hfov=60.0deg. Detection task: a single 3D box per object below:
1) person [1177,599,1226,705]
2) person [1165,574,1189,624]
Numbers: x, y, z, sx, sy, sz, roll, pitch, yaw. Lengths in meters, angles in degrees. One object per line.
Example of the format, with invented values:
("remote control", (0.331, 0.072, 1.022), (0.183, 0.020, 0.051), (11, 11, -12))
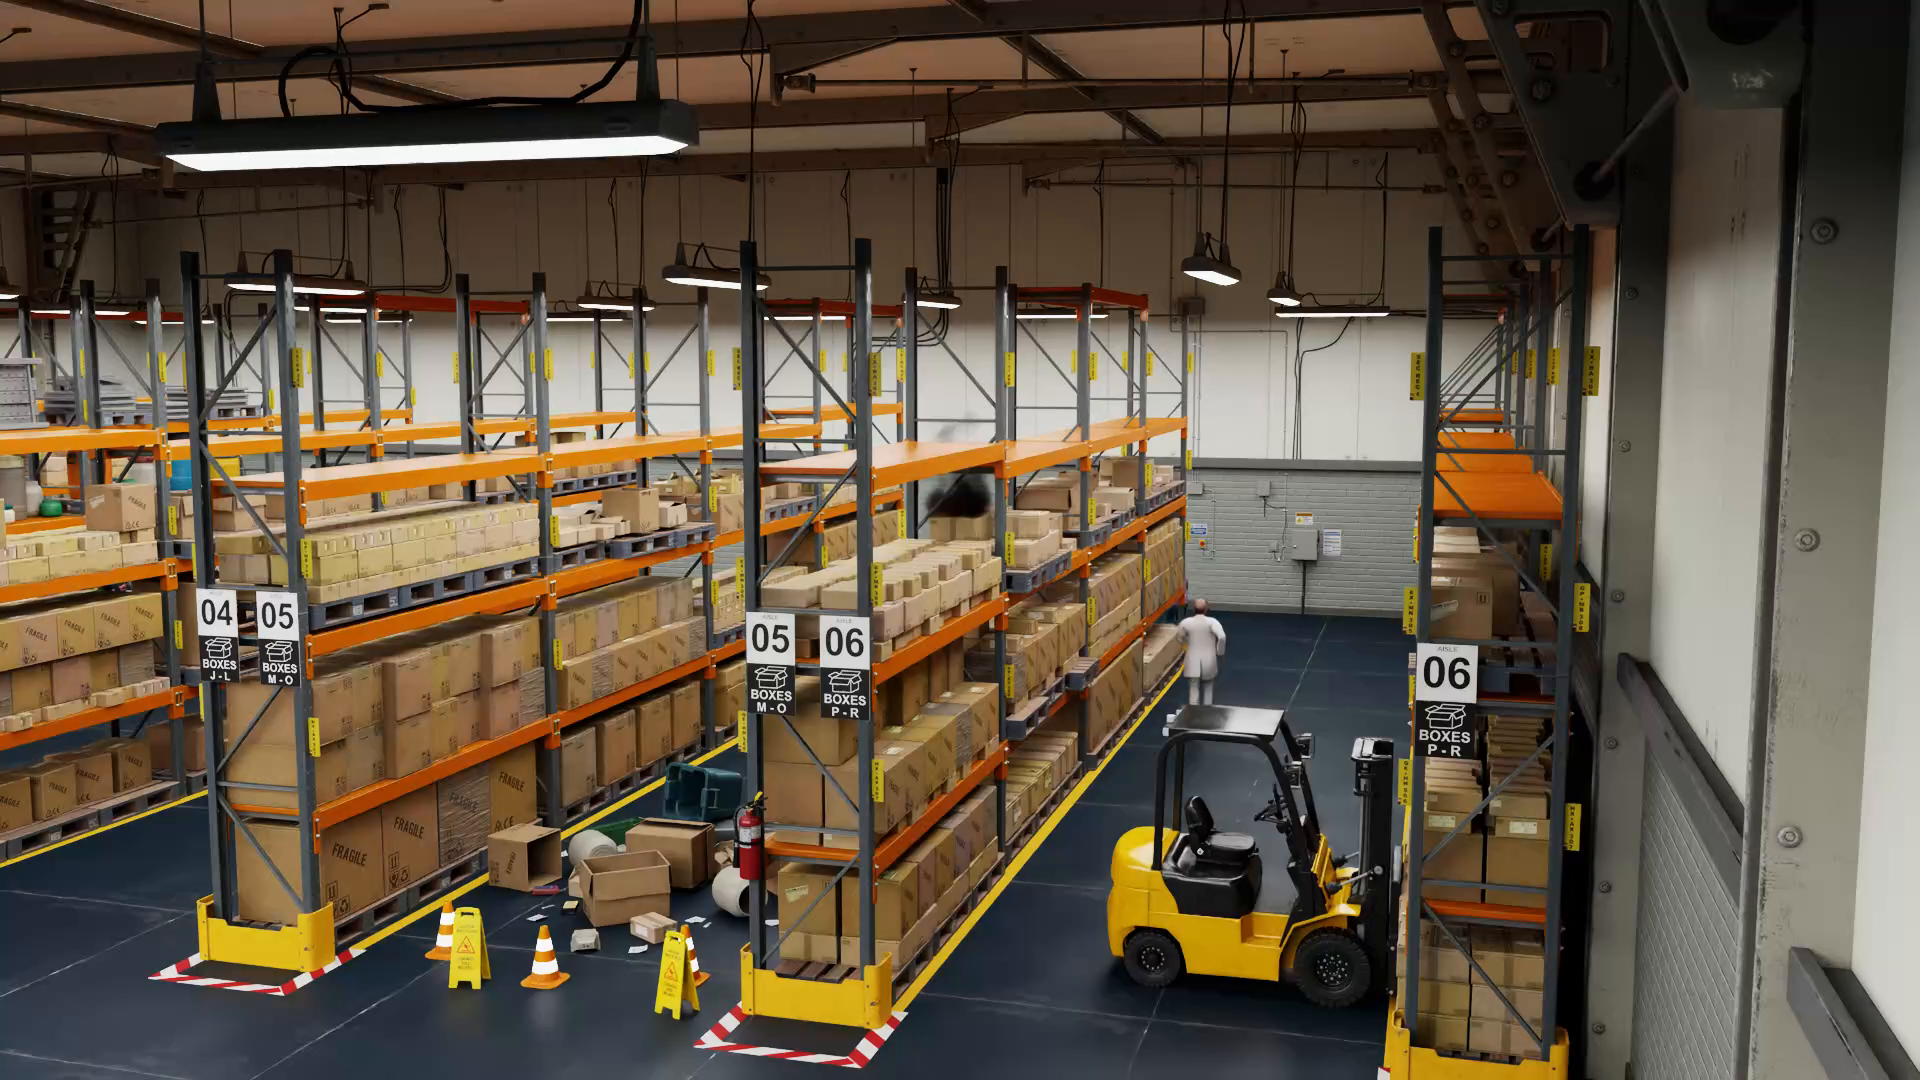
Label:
("person", (3.321, 1.724, 22.941), (0.669, 1.850, 0.838), (1, 6, 7))
("person", (3.807, 1.118, 29.382), (0.554, 1.532, 0.552), (6, 9, 44))
